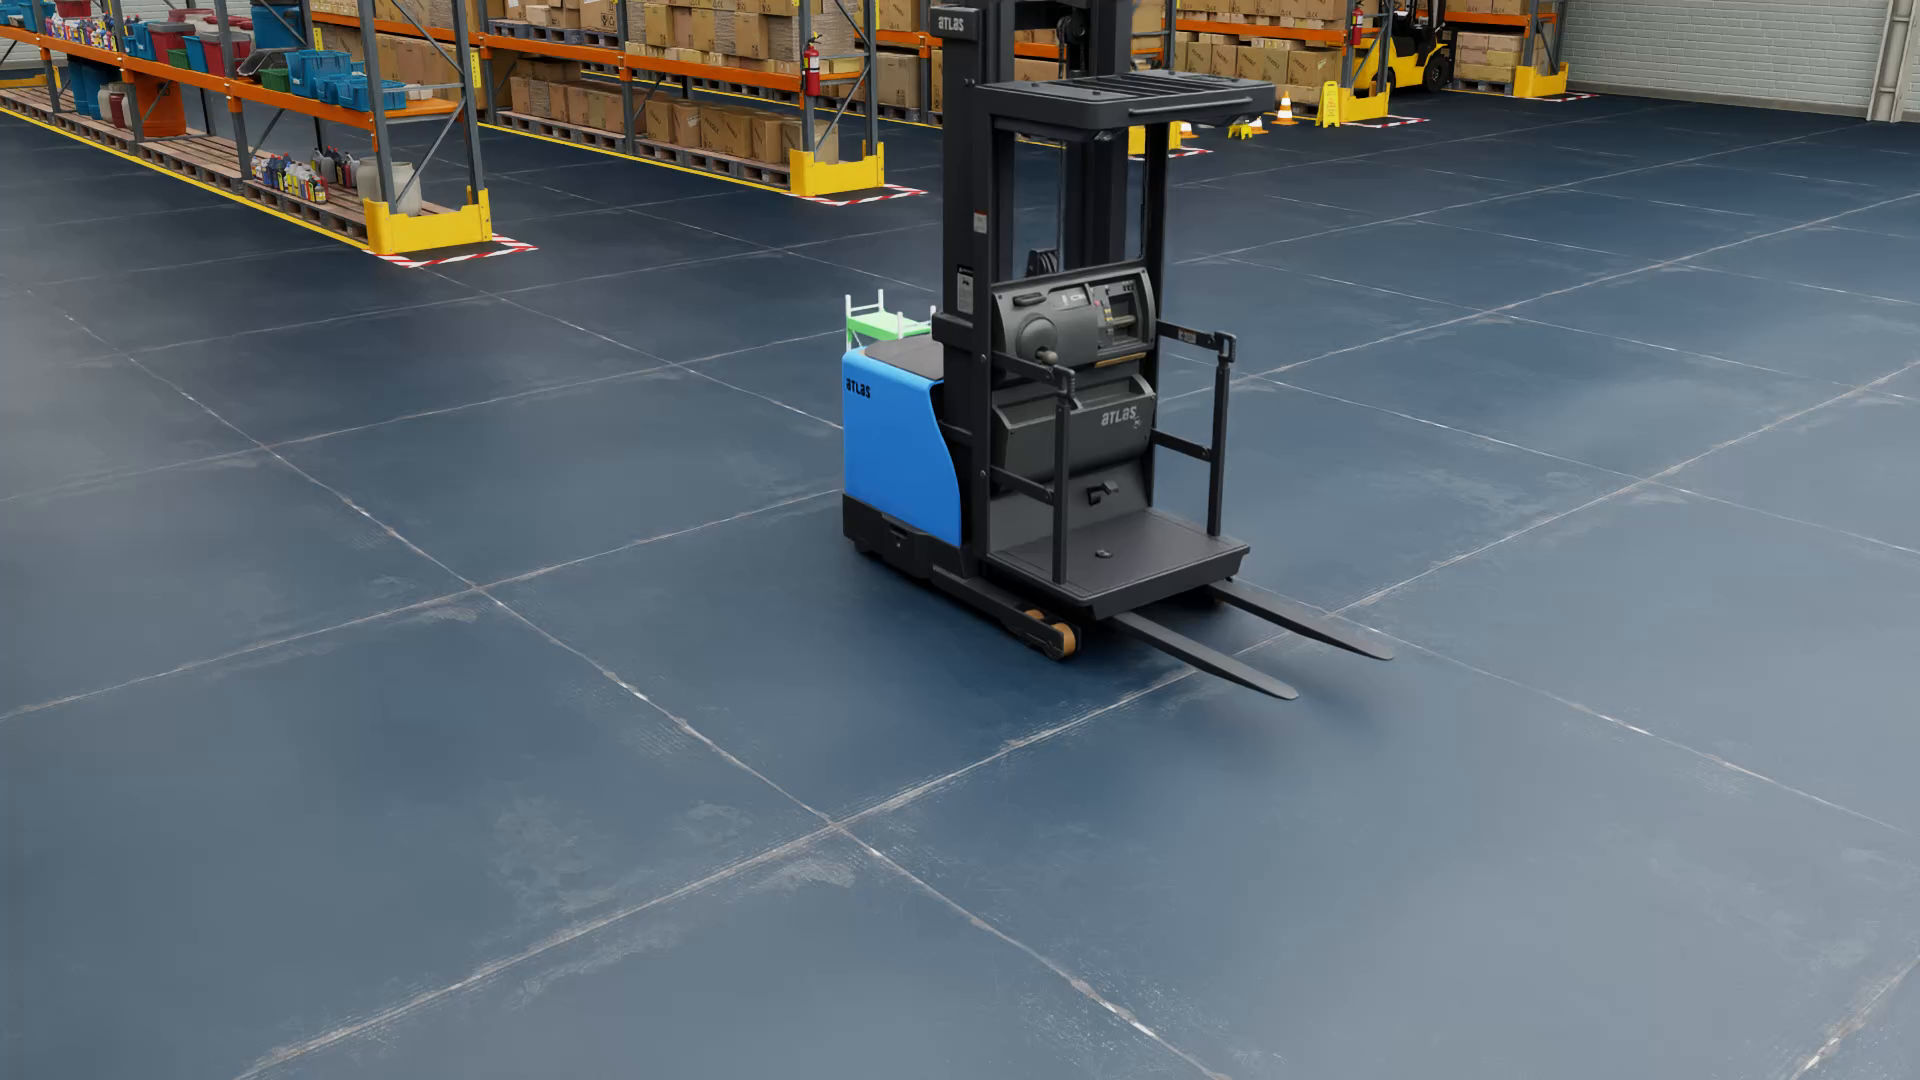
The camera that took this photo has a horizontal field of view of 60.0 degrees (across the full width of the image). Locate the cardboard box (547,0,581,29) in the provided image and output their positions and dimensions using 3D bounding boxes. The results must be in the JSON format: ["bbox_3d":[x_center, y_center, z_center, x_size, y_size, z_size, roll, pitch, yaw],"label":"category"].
[{"bbox_3d":[-5.190,-7.286,22.756,0.797,0.503,0.637,-14,26,-32],"label":"cardboard box"}]

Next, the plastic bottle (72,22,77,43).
[{"bbox_3d":[-12.139,-6.980,22.868,0.097,0.271,0.097,0,21,0],"label":"plastic bottle"}]

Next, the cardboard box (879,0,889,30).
[{"bbox_3d":[-1.038,-8.005,25.172,0.500,0.500,0.500,-18,28,-38],"label":"cardboard box"}]

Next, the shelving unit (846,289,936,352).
[{"bbox_3d":[-0.379,-0.737,9.220,0.258,1.200,0.503,-16,26,-35],"label":"shelving unit"}]

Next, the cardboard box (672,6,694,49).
[{"bbox_3d":[-3.040,-6.371,20.592,0.875,0.500,0.500,-17,27,-37],"label":"cardboard box"}]

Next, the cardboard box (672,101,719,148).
[{"bbox_3d":[-3.379,-5.341,21.359,0.500,0.500,0.500,-9,23,-21],"label":"cardboard box"}]

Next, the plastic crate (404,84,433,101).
[{"bbox_3d":[-5.471,-4.503,16.728,0.298,0.136,0.250,-17,27,-37],"label":"plastic crate"}]

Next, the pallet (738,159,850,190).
[{"bbox_3d":[-1.931,-4.436,20.020,1.003,0.211,1.213,-17,27,-37],"label":"pallet"}]

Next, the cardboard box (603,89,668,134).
[{"bbox_3d":[-4.373,-5.801,22.507,0.500,0.500,0.700,20,29,41],"label":"cardboard box"}]

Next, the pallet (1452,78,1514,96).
[{"bbox_3d":[9.357,-7.925,28.929,1.003,0.211,1.213,-17,27,-37],"label":"pallet"}]

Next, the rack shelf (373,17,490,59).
[{"bbox_3d":[-7.905,-7.908,26.049,1.077,0.370,4.000,-17,27,-37],"label":"rack shelf"}]

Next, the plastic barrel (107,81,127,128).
[{"bbox_3d":[-11.422,-6.028,22.991,0.600,0.588,0.708,-17,27,-37],"label":"plastic barrel"}]

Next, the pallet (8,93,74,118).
[{"bbox_3d":[-14.273,-6.850,26.183,1.003,0.211,1.213,-17,27,-37],"label":"pallet"}]

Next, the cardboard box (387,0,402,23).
[{"bbox_3d":[-8.771,-8.517,26.480,0.500,0.500,0.500,-17,27,-37],"label":"cardboard box"}]

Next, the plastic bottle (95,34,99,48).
[{"bbox_3d":[-11.469,-6.664,22.157,0.097,0.201,0.097,0,21,0],"label":"plastic bottle"}]

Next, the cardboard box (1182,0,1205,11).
[{"bbox_3d":[3.940,-8.809,26.816,0.500,0.500,0.500,-18,27,-38],"label":"cardboard box"}]

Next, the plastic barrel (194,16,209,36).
[{"bbox_3d":[-9.244,-6.214,20.583,0.421,0.512,0.421,0,21,0],"label":"plastic barrel"}]

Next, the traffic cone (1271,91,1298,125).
[{"bbox_3d":[4.872,-6.470,24.869,0.336,0.463,0.334,-17,27,-37],"label":"traffic cone"}]

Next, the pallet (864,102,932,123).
[{"bbox_3d":[-0.726,-6.635,25.636,1.003,0.211,1.213,-17,27,-37],"label":"pallet"}]

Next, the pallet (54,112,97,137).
[{"bbox_3d":[-12.491,-6.095,24.257,1.003,0.211,1.213,-17,27,-37],"label":"pallet"}]

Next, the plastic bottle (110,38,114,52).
[{"bbox_3d":[-11.001,-6.466,21.651,0.097,0.201,0.097,0,21,0],"label":"plastic bottle"}]

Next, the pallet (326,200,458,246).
[{"bbox_3d":[-5.742,-3.239,16.963,1.003,0.211,1.213,-17,27,-37],"label":"pallet"}]

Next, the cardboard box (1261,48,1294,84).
[{"bbox_3d":[5.066,-7.407,25.948,0.500,0.500,0.500,-16,27,-36],"label":"cardboard box"}]

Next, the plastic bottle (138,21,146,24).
[{"bbox_3d":[-11.295,-7.034,22.999,0.152,0.276,0.135,-17,27,-37],"label":"plastic bottle"}]

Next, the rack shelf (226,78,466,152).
[{"bbox_3d":[-6.436,-4.519,17.395,1.077,0.370,4.000,-17,27,-37],"label":"rack shelf"}]

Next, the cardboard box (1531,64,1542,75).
[{"bbox_3d":[9.715,-8.120,28.797,0.500,0.250,0.500,-17,27,-37],"label":"cardboard box"}]

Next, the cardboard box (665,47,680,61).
[{"bbox_3d":[-3.437,-6.057,20.681,0.380,0.149,0.250,-17,27,-37],"label":"cardboard box"}]

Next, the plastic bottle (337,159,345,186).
[{"bbox_3d":[-6.827,-4.064,18.367,0.061,0.283,0.133,-17,27,-37],"label":"plastic bottle"}]

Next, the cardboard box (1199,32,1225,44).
[{"bbox_3d":[4.072,-8.094,26.812,0.380,0.149,0.250,-16,27,-35],"label":"cardboard box"}]

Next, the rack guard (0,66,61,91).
[{"bbox_3d":[-15.600,-7.562,27.605,1.175,0.500,0.348,-17,27,-37],"label":"rack guard"}]

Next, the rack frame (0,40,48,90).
[{"bbox_3d":[-15.574,-8.722,27.140,1.000,3.000,0.127,-17,27,-37],"label":"rack frame"}]

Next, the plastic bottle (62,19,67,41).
[{"bbox_3d":[-12.467,-7.114,23.195,0.061,0.283,0.133,-17,27,-37],"label":"plastic bottle"}]

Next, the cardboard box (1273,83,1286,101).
[{"bbox_3d":[5.066,-7.059,26.089,0.500,0.250,0.500,-17,27,-37],"label":"cardboard box"}]

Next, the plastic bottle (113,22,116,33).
[{"bbox_3d":[-11.888,-7.213,23.463,0.097,0.271,0.097,0,21,0],"label":"plastic bottle"}]

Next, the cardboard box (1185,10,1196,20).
[{"bbox_3d":[3.882,-8.541,27.022,0.380,0.149,0.250,-18,27,-38],"label":"cardboard box"}]

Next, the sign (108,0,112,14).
[{"bbox_3d":[-12.545,-7.876,24.601,0.100,0.325,0.005,-17,27,-37],"label":"sign"}]

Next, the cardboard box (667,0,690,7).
[{"bbox_3d":[-3.234,-6.775,20.254,0.500,0.500,0.500,-17,27,-37],"label":"cardboard box"}]

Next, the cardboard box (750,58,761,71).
[{"bbox_3d":[-2.237,-5.592,19.493,0.380,0.149,0.250,-17,27,-37],"label":"cardboard box"}]

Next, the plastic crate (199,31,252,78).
[{"bbox_3d":[-8.289,-5.497,18.819,0.402,0.464,0.583,-17,27,-37],"label":"plastic crate"}]

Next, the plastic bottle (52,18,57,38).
[{"bbox_3d":[-12.807,-7.263,23.590,0.097,0.271,0.097,0,21,0],"label":"plastic bottle"}]

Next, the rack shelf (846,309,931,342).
[{"bbox_3d":[-0.379,-1.124,9.069,0.258,0.148,0.480,-16,26,-35],"label":"rack shelf"}]

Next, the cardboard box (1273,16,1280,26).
[{"bbox_3d":[5.071,-8.063,25.801,0.380,0.149,0.250,-17,27,-37],"label":"cardboard box"}]

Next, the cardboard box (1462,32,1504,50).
[{"bbox_3d":[9.013,-8.596,28.641,0.500,0.250,0.500,-17,27,-36],"label":"cardboard box"}]

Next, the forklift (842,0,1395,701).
[{"bbox_3d":[0.674,-1.022,7.575,1.130,2.935,3.031,-16,26,-35],"label":"forklift"}]

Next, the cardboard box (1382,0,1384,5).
[{"bbox_3d":[7.721,-9.849,29.881,0.500,0.500,0.500,-17,27,-37],"label":"cardboard box"}]

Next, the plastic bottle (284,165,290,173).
[{"bbox_3d":[-7.281,-3.935,18.056,0.097,0.271,0.097,0,21,0],"label":"plastic bottle"}]

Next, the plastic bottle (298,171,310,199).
[{"bbox_3d":[-6.895,-3.756,17.591,0.152,0.276,0.135,-18,28,-39],"label":"plastic bottle"}]

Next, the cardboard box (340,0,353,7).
[{"bbox_3d":[-10.038,-9.067,27.817,0.500,0.250,0.500,-16,27,-36],"label":"cardboard box"}]

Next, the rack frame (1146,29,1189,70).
[{"bbox_3d":[3.519,-8.945,27.708,1.000,3.000,0.127,-17,27,-37],"label":"rack frame"}]

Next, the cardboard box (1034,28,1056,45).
[{"bbox_3d":[1.523,-7.126,22.860,0.875,0.550,0.550,-17,27,-37],"label":"cardboard box"}]

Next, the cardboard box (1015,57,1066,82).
[{"bbox_3d":[1.377,-6.254,23.175,0.875,0.875,0.875,-18,28,-38],"label":"cardboard box"}]

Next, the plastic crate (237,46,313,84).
[{"bbox_3d":[-7.496,-5.203,18.240,0.767,0.338,0.504,-17,27,-37],"label":"plastic crate"}]

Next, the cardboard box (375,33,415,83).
[{"bbox_3d":[-8.778,-7.830,27.200,1.225,0.875,0.875,-17,27,-37],"label":"cardboard box"}]

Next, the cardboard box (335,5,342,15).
[{"bbox_3d":[-10.330,-8.969,28.116,0.380,0.149,0.250,-17,27,-36],"label":"cardboard box"}]

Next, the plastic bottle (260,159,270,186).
[{"bbox_3d":[-7.633,-4.068,18.389,0.152,0.276,0.135,-16,27,-36],"label":"plastic bottle"}]
